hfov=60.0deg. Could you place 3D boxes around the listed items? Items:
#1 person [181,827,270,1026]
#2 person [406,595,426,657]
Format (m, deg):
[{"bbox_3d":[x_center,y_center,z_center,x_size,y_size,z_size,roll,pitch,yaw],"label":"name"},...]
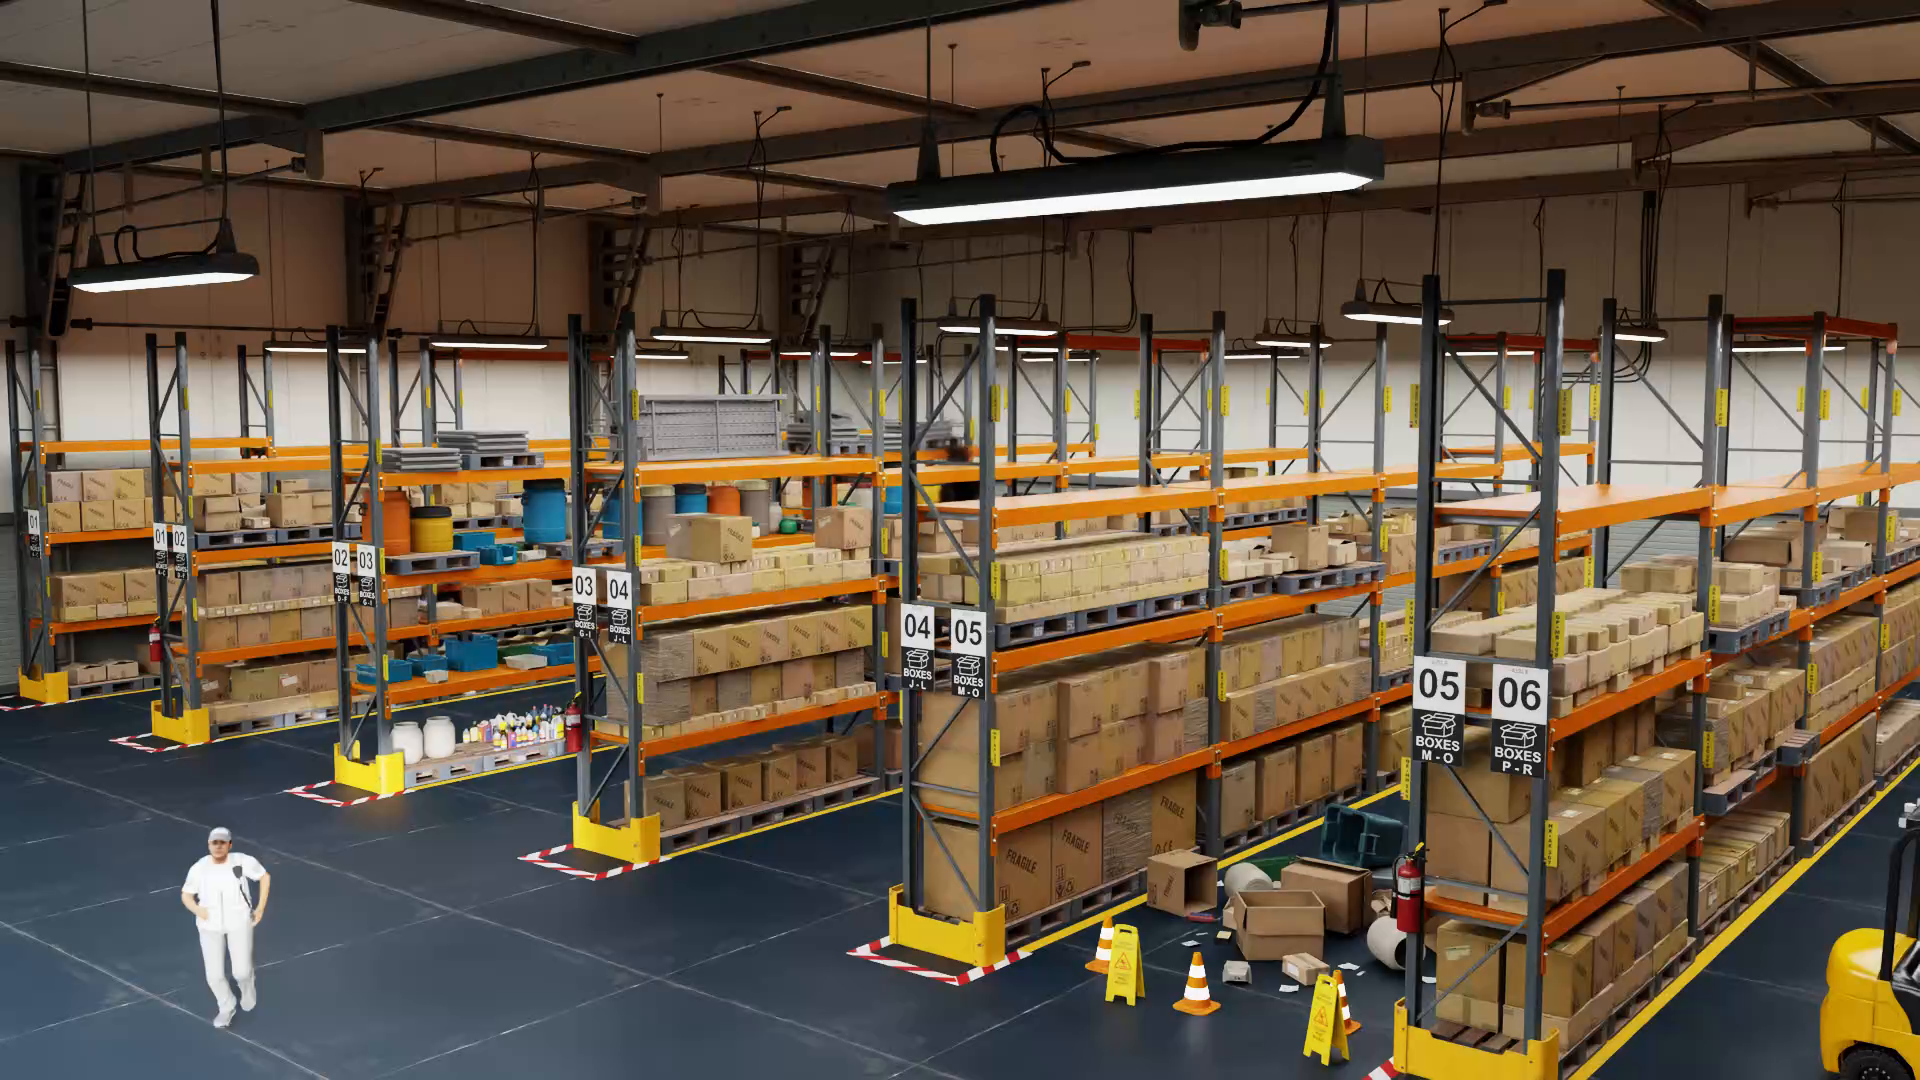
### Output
[{"bbox_3d":[-5.950,3.141,13.470,0.657,1.637,0.527,-2,5,-17],"label":"person"},{"bbox_3d":[-9.913,1.653,30.294,0.613,1.607,0.551,3,6,34],"label":"person"}]
